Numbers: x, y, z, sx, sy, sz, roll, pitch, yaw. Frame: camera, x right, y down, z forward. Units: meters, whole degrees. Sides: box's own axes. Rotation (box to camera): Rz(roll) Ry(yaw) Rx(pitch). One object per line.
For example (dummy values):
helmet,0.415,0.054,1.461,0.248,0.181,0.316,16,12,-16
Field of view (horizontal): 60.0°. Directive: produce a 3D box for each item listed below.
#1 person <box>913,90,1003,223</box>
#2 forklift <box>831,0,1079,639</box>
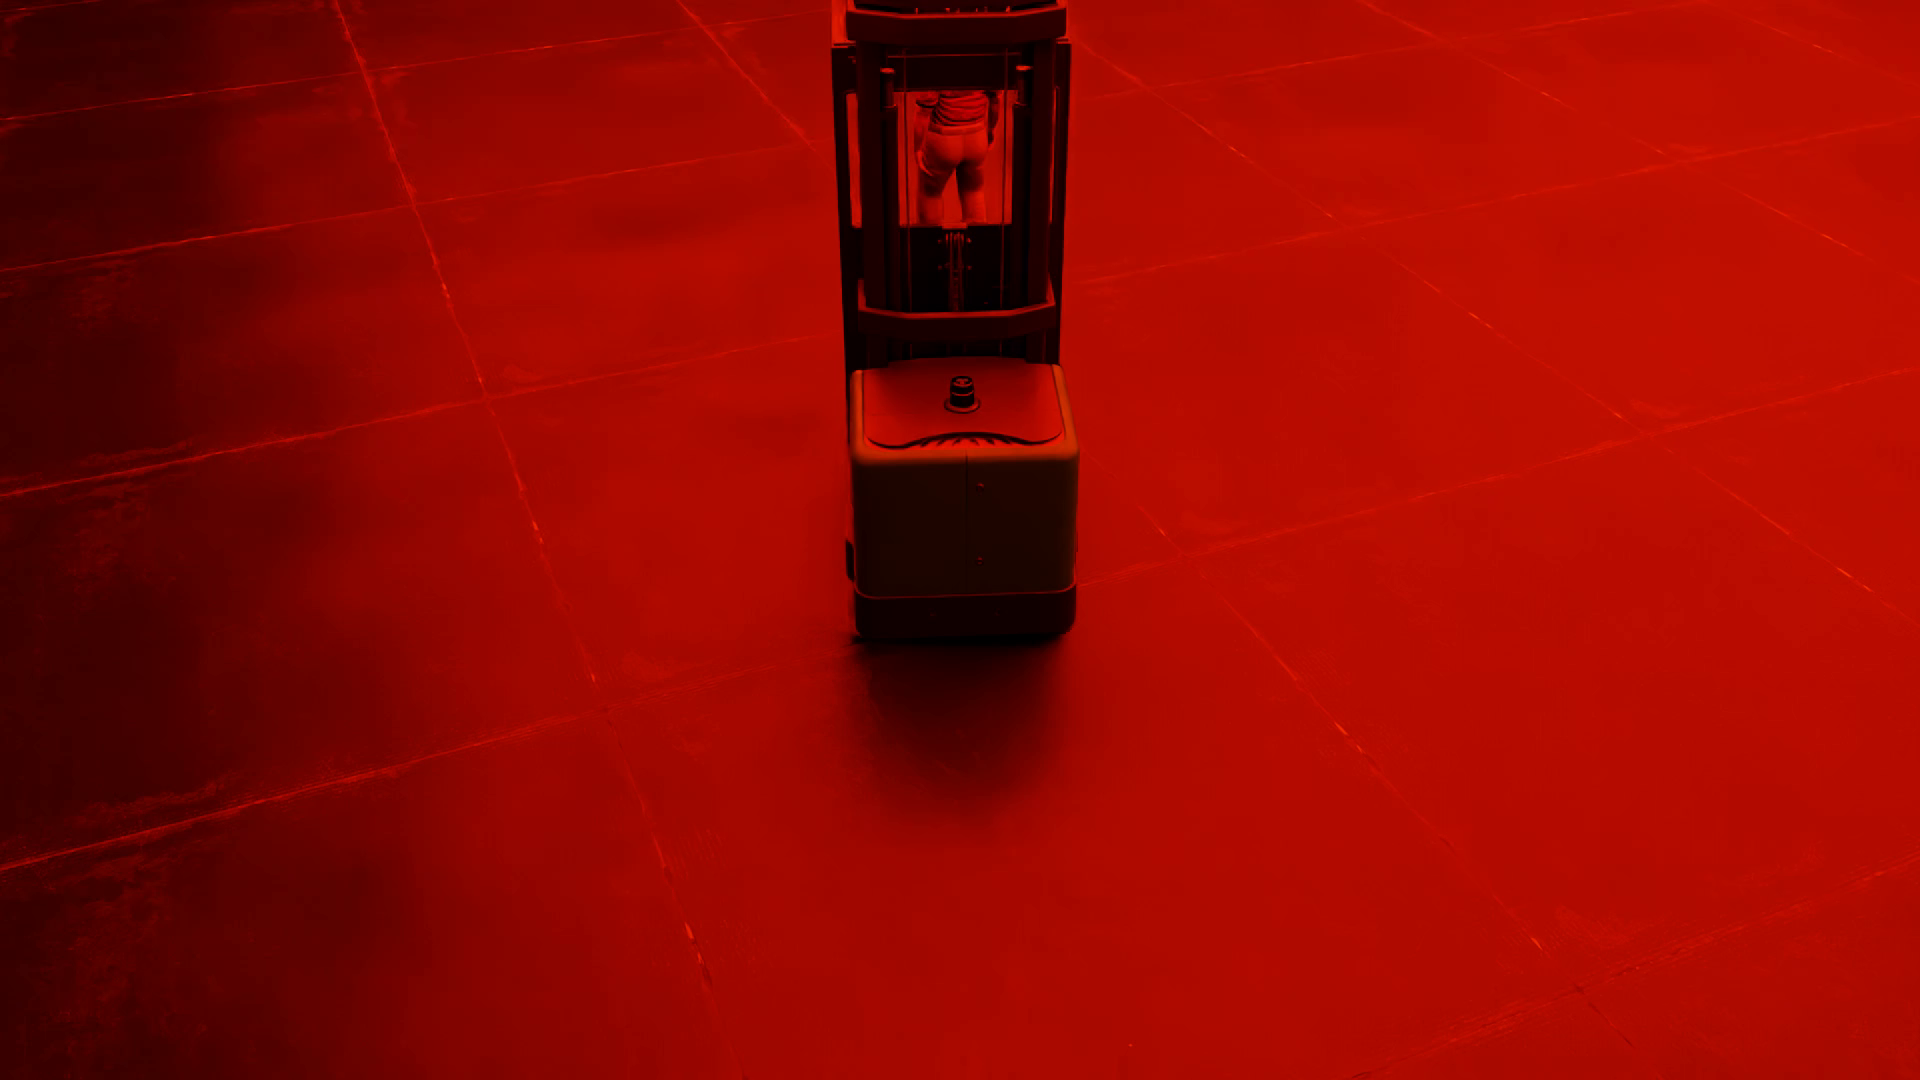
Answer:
person,-0.057,-2.601,10.825,0.620,1.754,0.483,-14,38,-19
forklift,-0.056,-1.559,8.291,1.130,2.935,3.031,-2,35,-3
